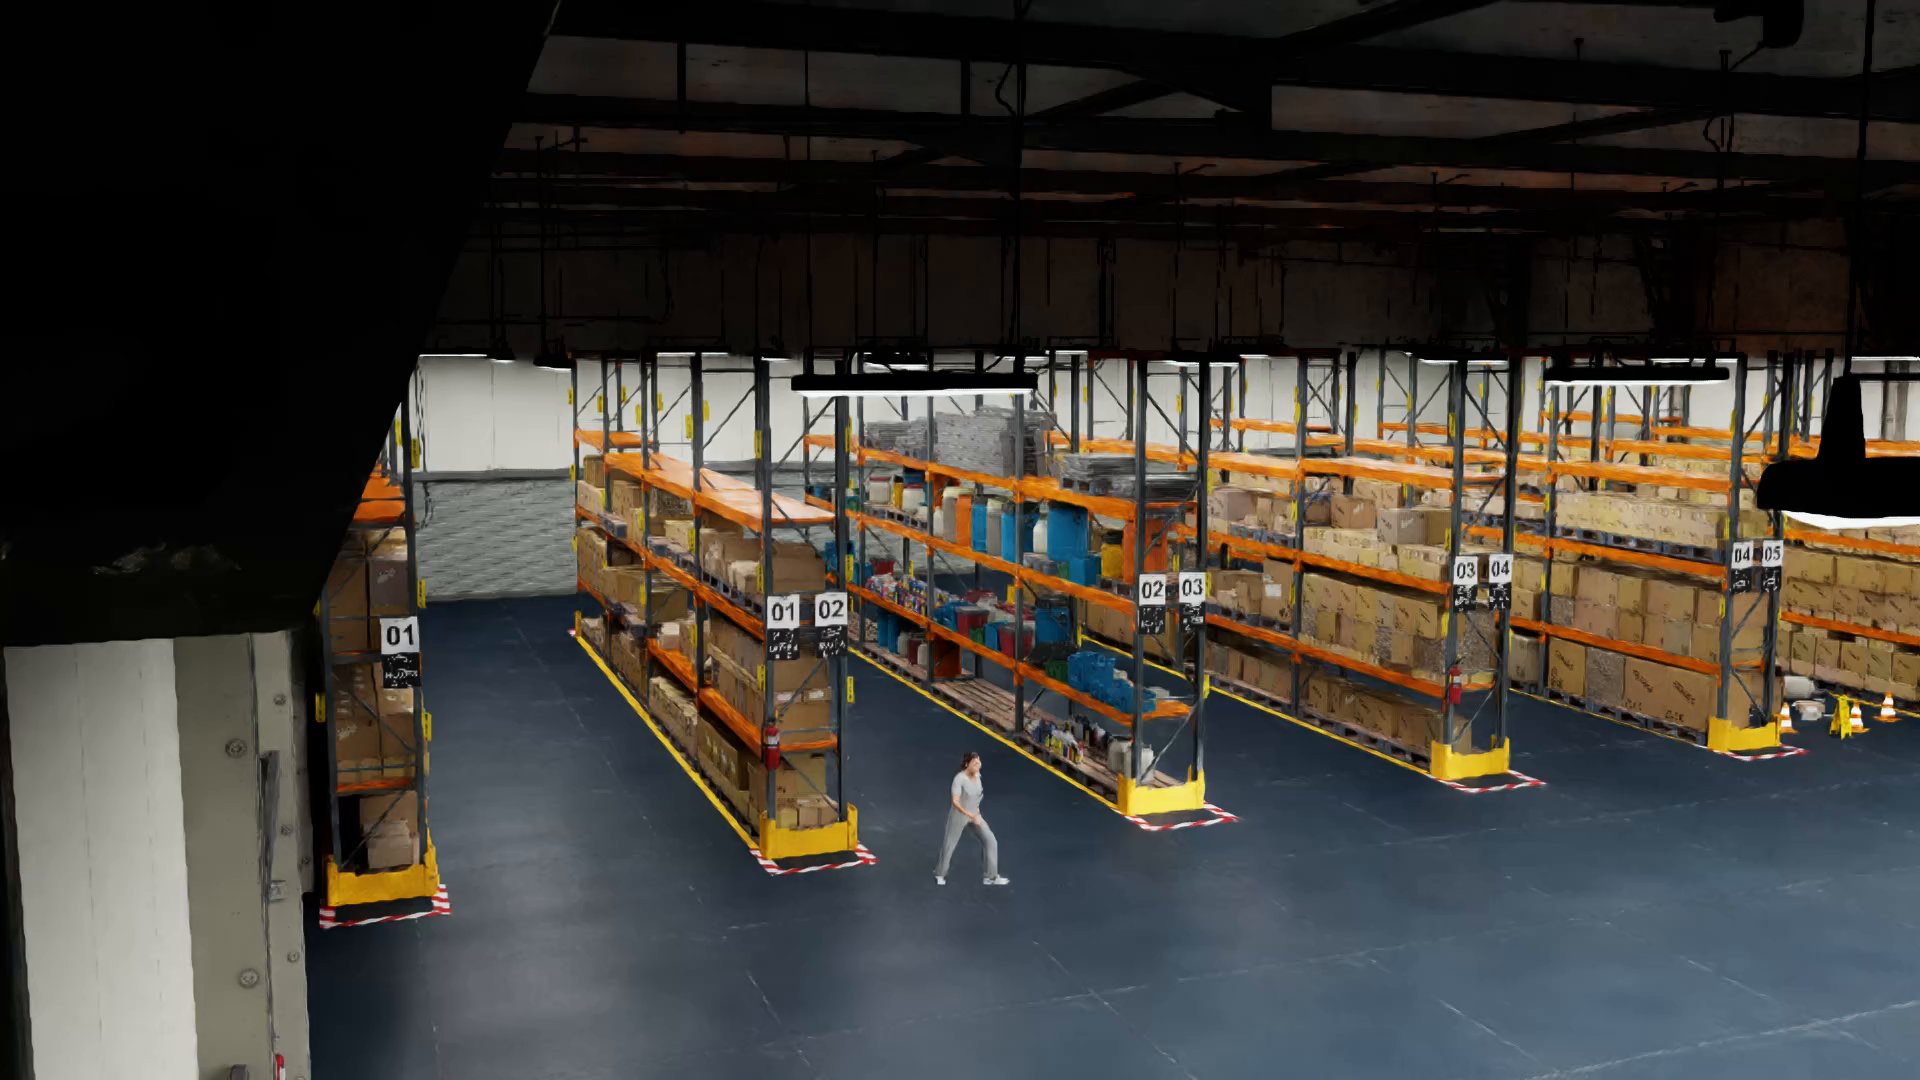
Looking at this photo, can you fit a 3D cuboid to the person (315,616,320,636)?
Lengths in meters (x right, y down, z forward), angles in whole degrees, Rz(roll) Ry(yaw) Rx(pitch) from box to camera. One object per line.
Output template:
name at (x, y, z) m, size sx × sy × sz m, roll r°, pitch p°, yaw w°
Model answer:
person at (-13.276, 1.147, 34.605) m, size 0.464 × 1.761 × 0.720 m, roll 1°, pitch 7°, yaw 7°

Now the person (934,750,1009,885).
person at (0.083, 3.169, 19.036) m, size 0.614 × 1.610 × 0.799 m, roll -6°, pitch 9°, yaw -39°
